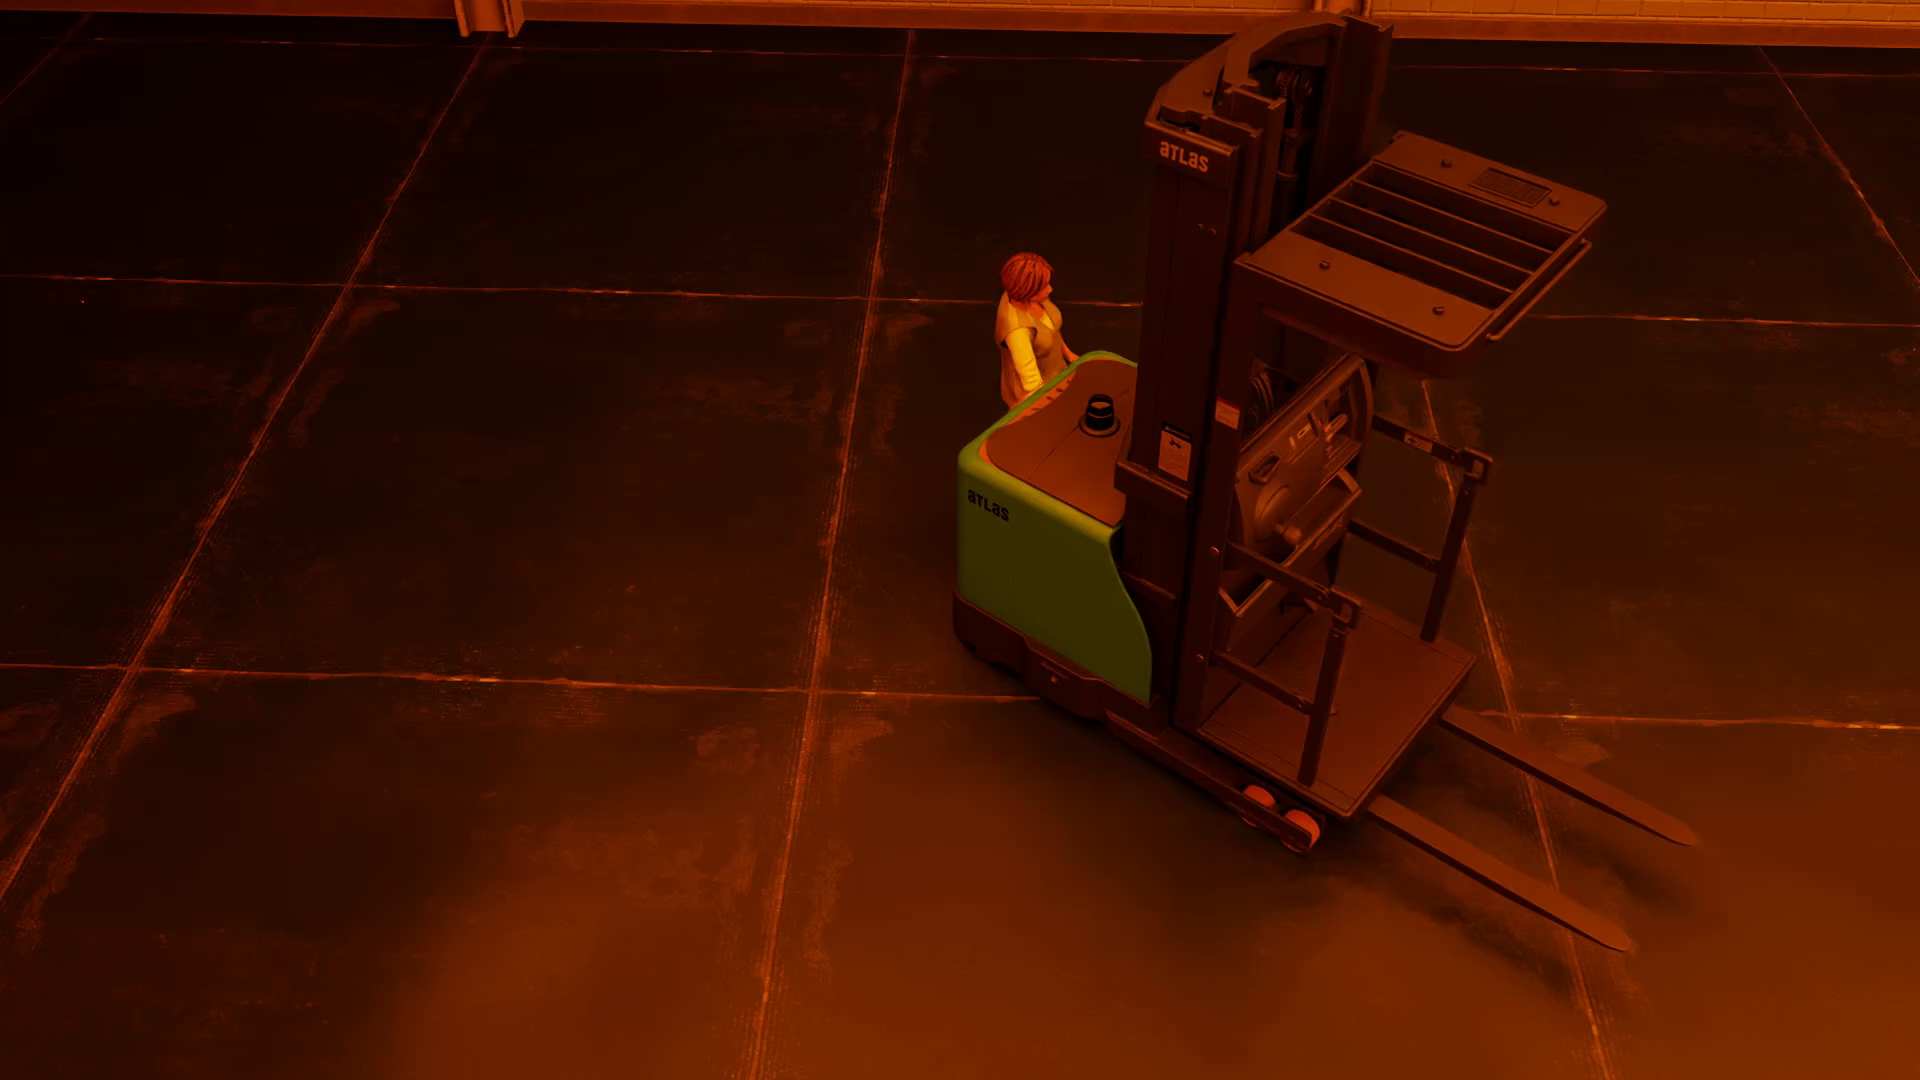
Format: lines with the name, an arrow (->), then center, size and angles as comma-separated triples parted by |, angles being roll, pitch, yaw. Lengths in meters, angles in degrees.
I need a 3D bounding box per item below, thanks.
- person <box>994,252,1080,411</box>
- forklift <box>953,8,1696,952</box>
person -> 0.440, -0.624, 7.492 | 0.604, 1.479, 0.639 | 15, 44, 16
forklift -> 1.431, -0.261, 6.028 | 3.031, 2.935, 1.130 | 29, 50, 28
